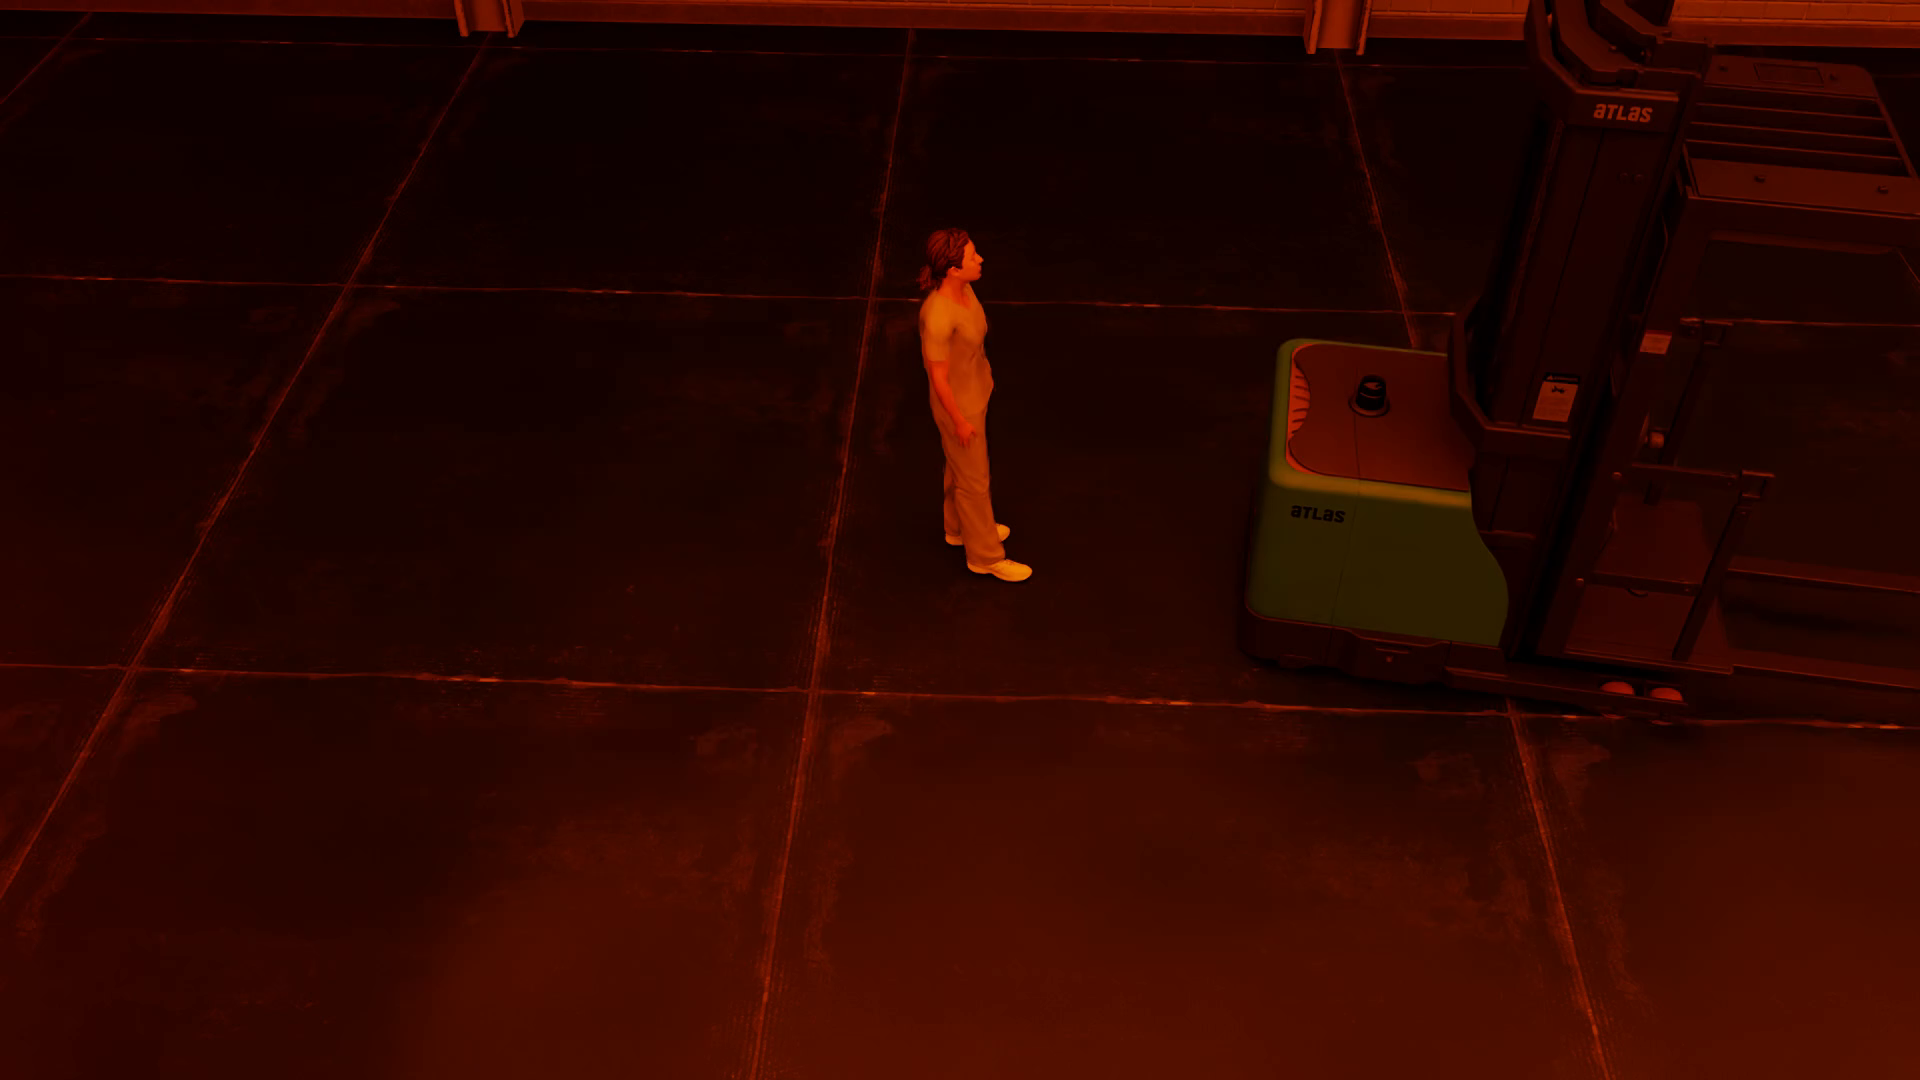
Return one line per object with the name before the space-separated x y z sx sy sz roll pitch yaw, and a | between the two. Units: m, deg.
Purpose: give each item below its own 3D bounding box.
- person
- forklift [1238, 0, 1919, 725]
person | 0.090 -0.609 7.342 0.574 1.667 0.526 7 43 8
forklift | 2.792 -0.688 6.496 3.031 2.935 1.130 7 43 8
